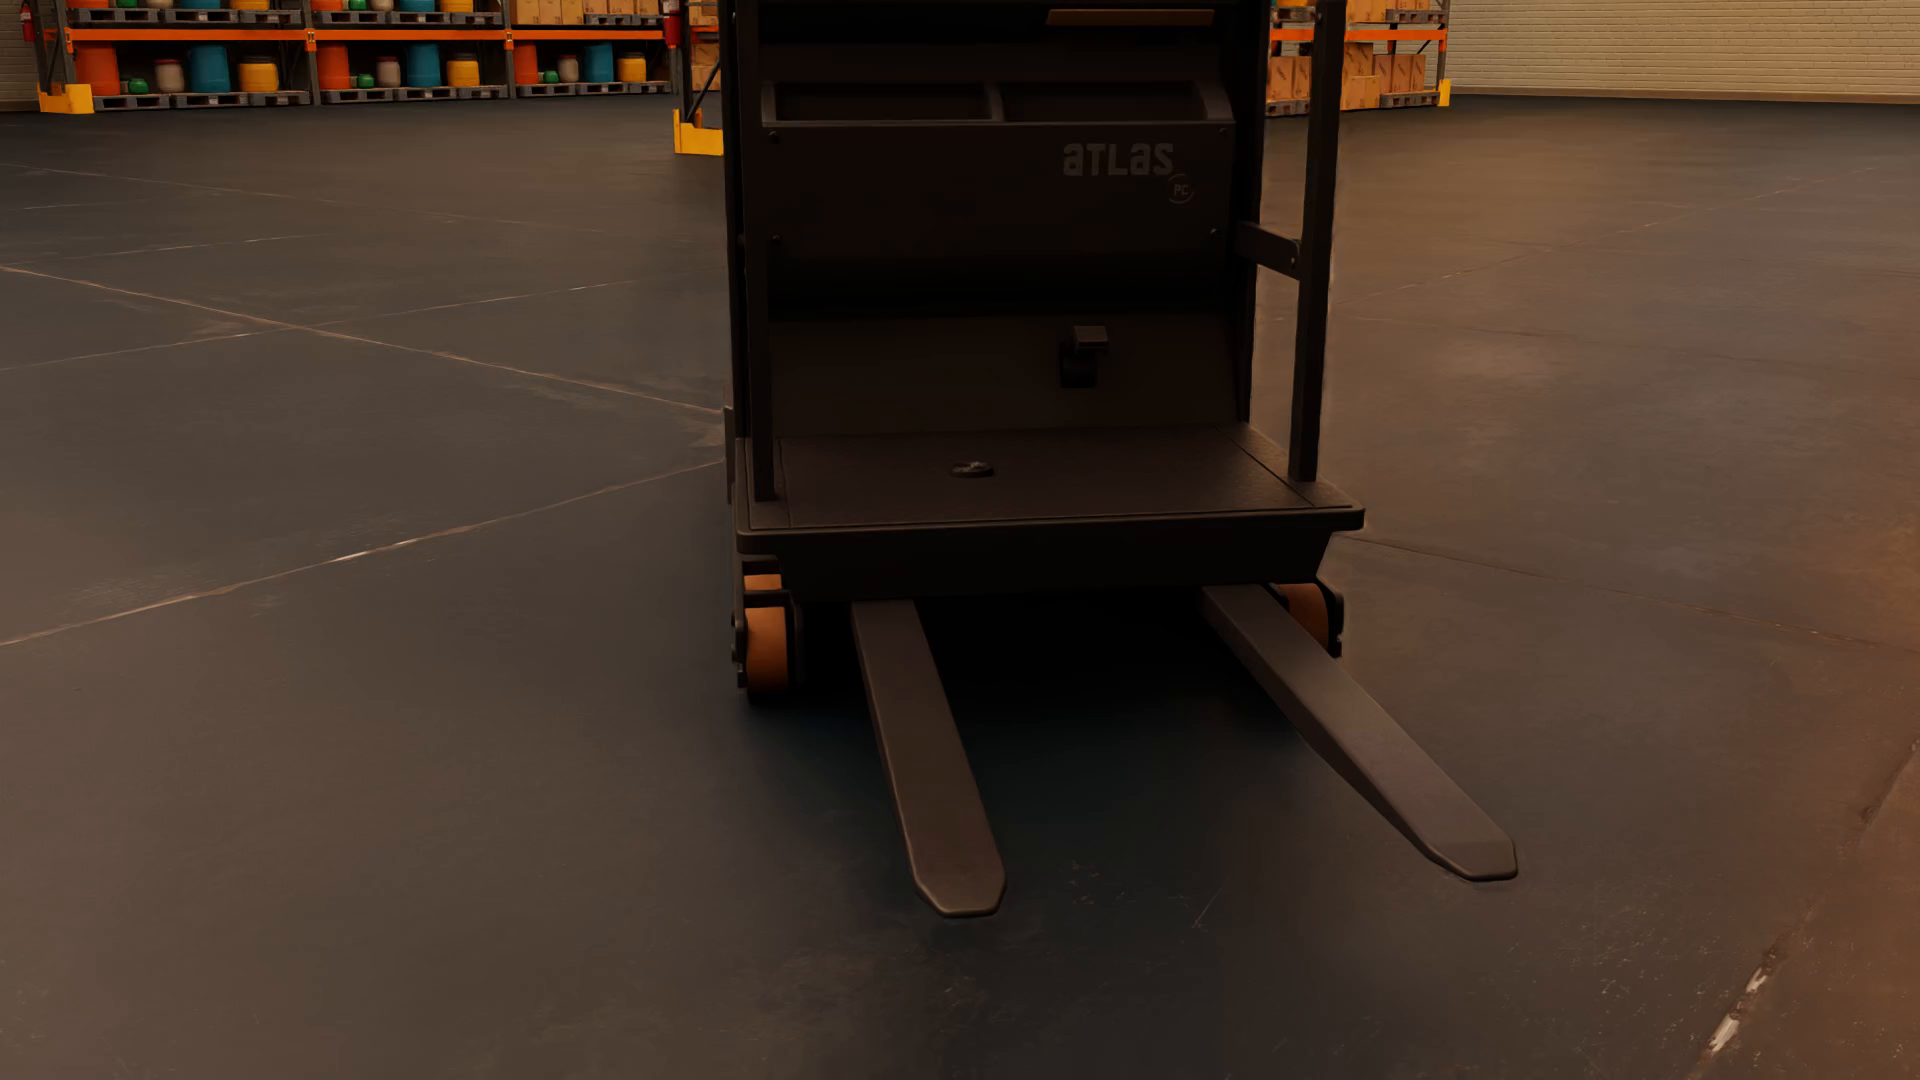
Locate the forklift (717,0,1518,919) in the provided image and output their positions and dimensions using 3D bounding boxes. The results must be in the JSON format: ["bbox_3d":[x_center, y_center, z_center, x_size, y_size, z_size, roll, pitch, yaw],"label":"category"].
[{"bbox_3d":[0.105,-1.228,2.940,1.130,2.935,3.031,-2,17,-7],"label":"forklift"}]
